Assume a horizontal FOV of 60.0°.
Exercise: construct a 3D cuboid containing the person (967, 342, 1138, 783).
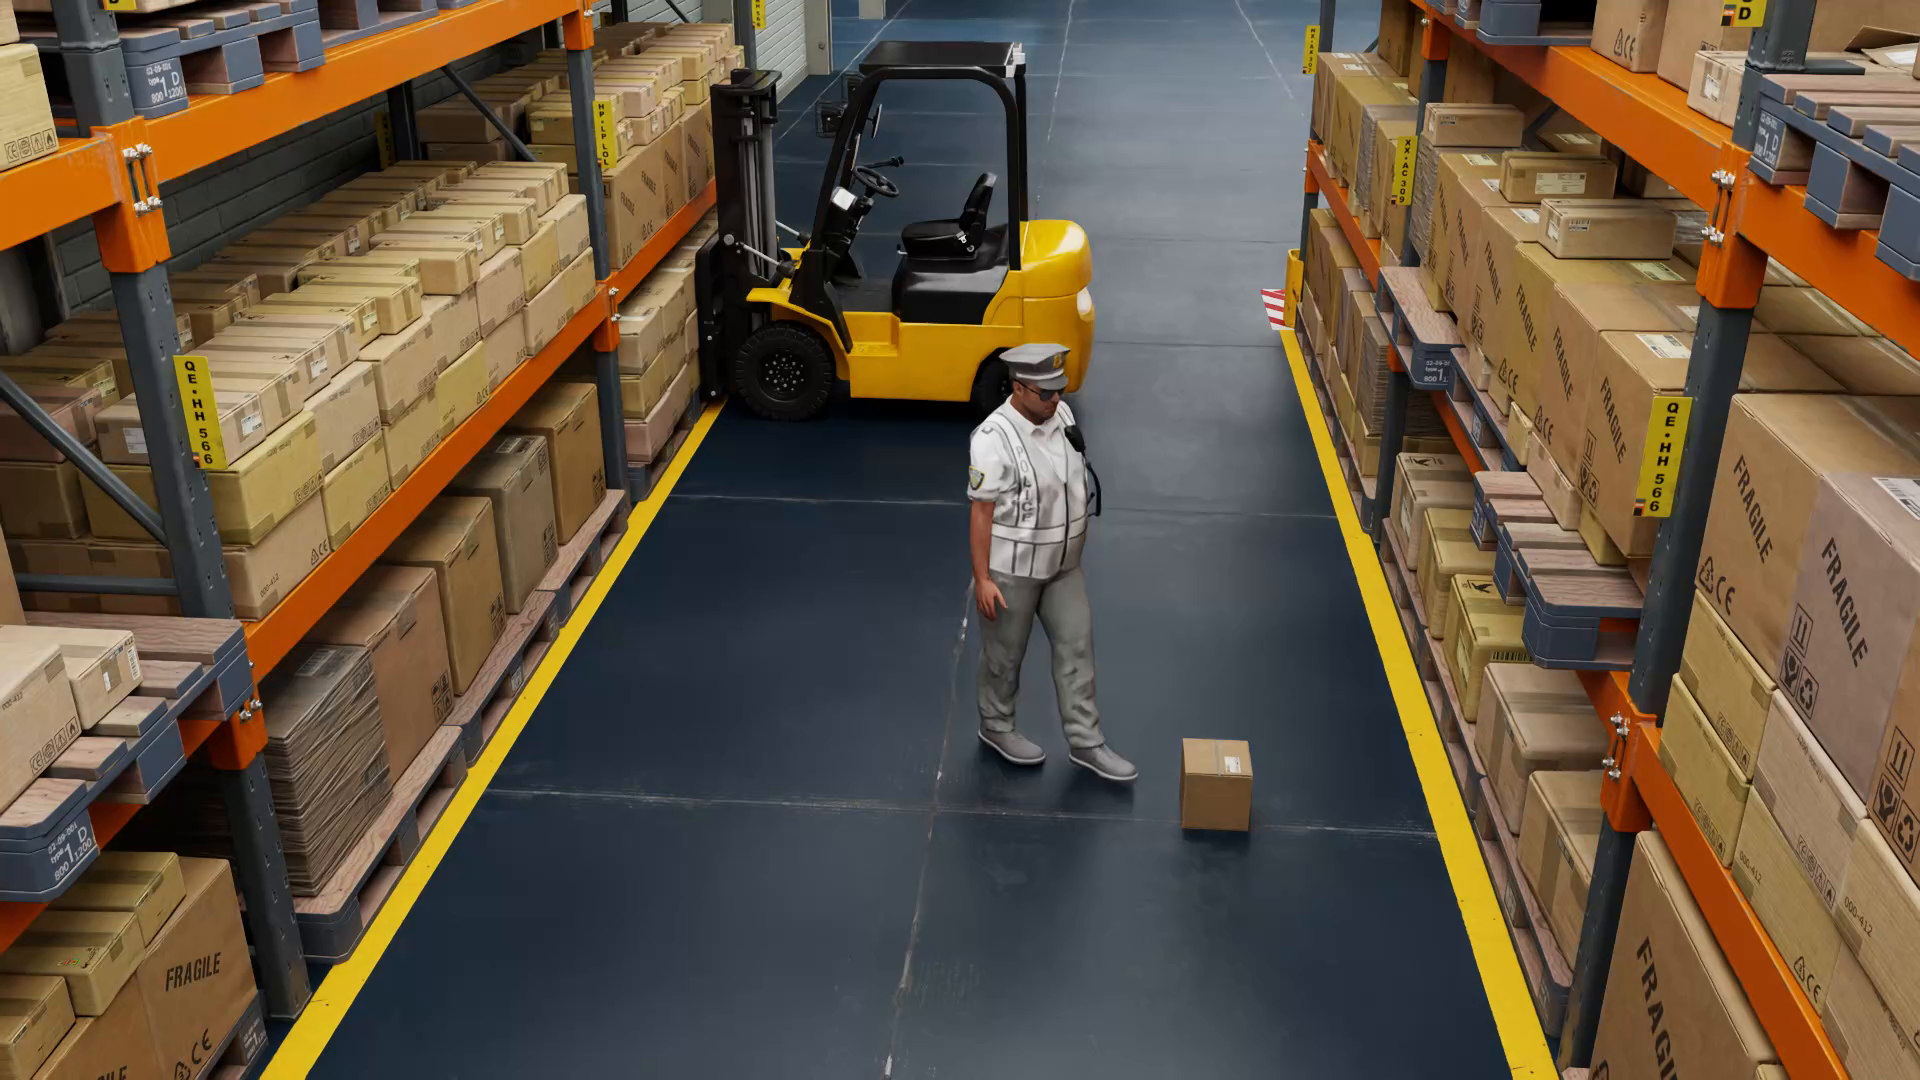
[{"bbox_3d":[0.360,0.120,6.311,0.552,1.740,0.707,-20,31,-36],"label":"person"}]
